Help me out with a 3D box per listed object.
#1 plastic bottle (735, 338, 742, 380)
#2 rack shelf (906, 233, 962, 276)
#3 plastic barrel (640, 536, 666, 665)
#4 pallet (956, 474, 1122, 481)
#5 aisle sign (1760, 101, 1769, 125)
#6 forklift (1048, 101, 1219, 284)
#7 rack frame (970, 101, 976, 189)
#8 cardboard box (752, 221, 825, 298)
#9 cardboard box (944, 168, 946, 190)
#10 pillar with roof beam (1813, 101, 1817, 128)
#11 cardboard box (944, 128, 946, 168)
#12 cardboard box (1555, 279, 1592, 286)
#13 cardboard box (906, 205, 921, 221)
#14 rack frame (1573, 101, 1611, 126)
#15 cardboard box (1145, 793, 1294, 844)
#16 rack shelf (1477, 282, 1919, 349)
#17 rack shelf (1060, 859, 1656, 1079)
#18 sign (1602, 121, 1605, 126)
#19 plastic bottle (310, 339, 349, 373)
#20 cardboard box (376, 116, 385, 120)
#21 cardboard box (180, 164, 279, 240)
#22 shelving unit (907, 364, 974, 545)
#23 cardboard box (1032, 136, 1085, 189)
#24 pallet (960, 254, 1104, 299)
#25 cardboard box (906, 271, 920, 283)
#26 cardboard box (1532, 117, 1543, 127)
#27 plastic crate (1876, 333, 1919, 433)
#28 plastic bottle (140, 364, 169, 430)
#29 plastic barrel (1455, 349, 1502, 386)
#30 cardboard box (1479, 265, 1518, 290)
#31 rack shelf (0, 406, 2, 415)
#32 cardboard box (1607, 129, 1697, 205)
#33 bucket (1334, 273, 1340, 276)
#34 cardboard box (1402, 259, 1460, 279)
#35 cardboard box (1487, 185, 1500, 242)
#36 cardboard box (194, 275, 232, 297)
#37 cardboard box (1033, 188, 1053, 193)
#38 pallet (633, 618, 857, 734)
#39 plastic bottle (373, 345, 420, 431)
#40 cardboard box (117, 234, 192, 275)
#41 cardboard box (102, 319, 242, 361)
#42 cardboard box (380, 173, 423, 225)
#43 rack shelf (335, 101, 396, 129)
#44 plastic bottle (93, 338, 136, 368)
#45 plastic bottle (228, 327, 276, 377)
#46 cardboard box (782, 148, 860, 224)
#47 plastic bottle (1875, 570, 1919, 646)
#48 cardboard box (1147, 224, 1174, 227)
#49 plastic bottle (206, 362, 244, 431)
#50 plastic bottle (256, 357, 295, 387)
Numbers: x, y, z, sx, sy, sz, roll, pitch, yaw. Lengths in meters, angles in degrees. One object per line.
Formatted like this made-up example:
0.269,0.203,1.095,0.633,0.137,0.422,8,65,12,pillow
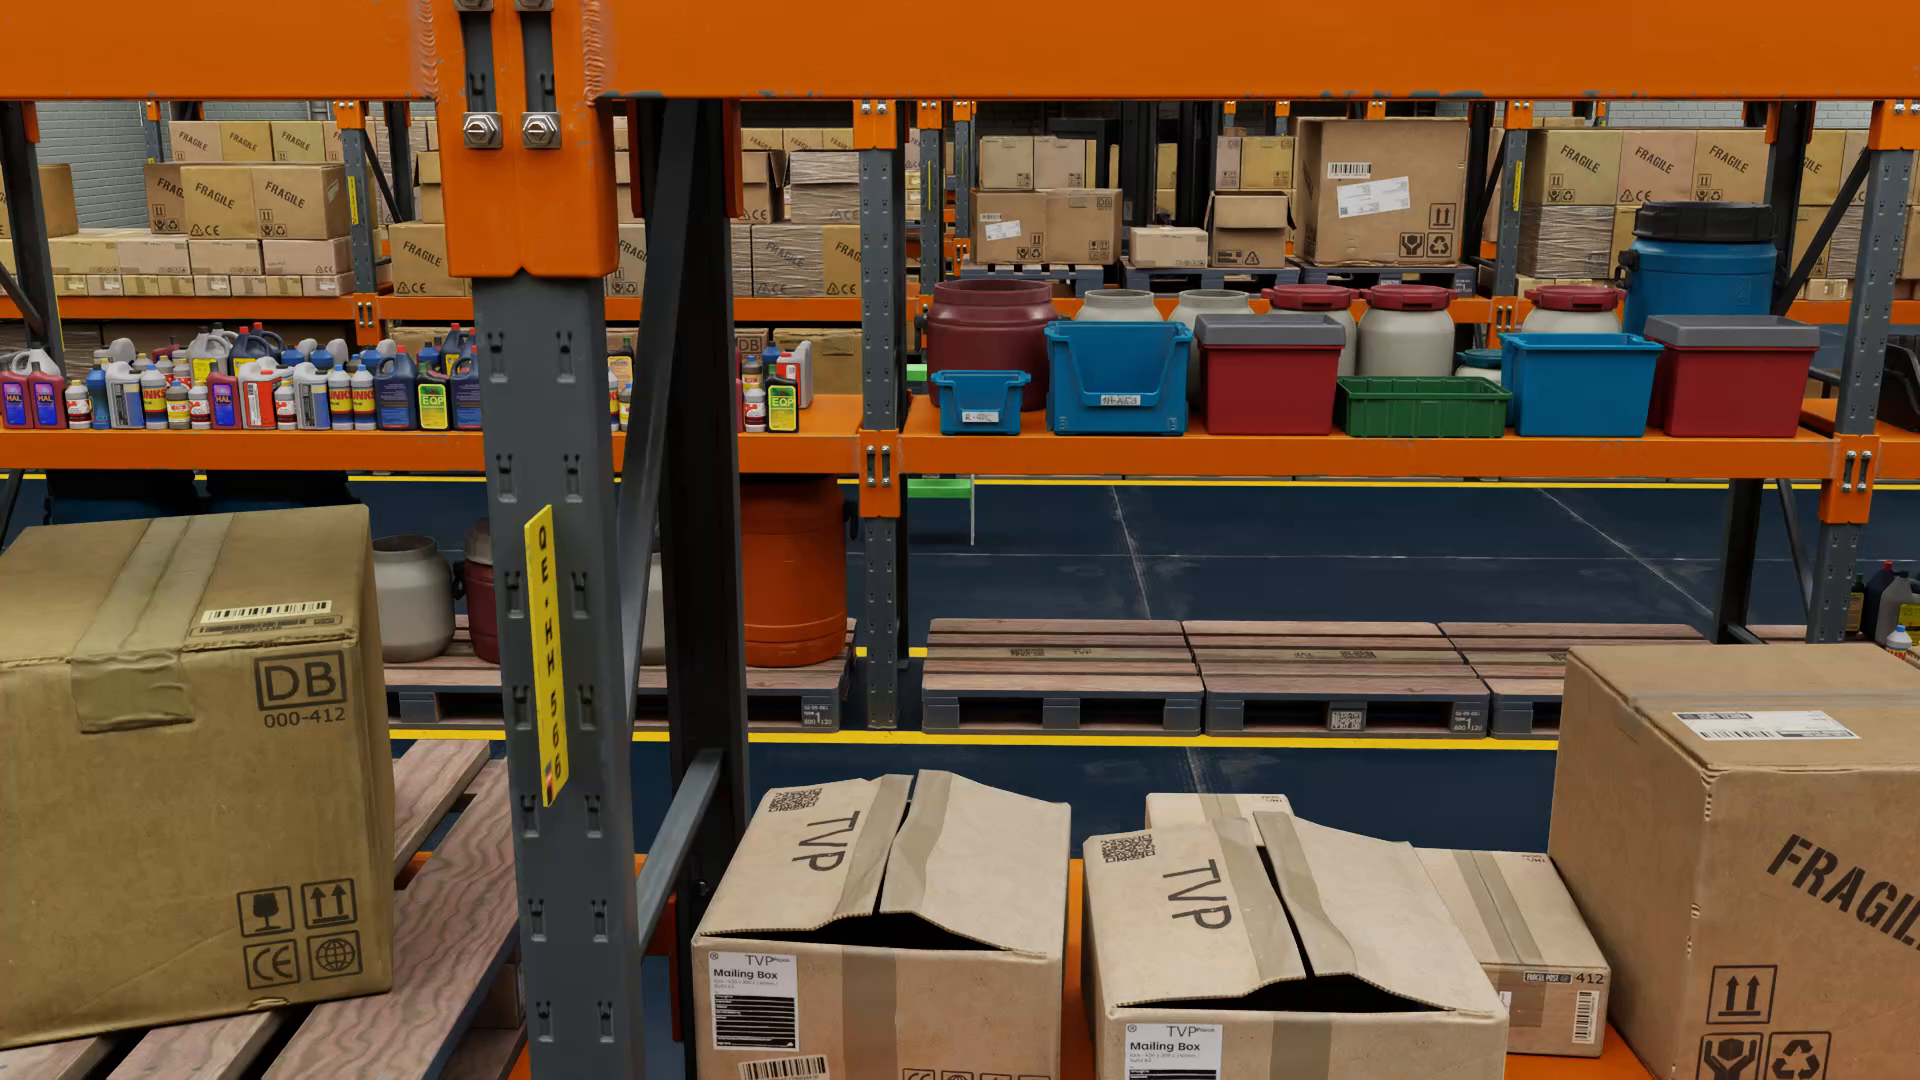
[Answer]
-1.076,-0.793,7.696,0.133,0.283,0.061,0,15,1,plastic bottle
-1.970,-2.943,17.026,4.000,0.370,1.077,0,15,1,rack shelf
-1.381,0.269,7.493,0.421,0.512,0.421,0,15,0,plastic barrel
0.583,-0.660,12.428,1.213,0.211,1.003,0,15,1,pallet
8.106,-4.559,16.644,0.004,0.787,0.394,0,15,1,aisle sign
1.465,-2.705,14.846,1.130,2.935,3.031,-11,18,-36,forklift
0.178,-5.807,26.470,0.127,3.000,1.000,0,15,1,rack frame
-1.196,-2.007,11.871,0.500,0.500,0.500,0,15,1,cardboard box
-0.436,-4.649,21.394,0.500,0.250,0.500,0,15,1,cardboard box
13.390,-7.753,22.087,0.400,9.000,9.100,0,15,1,pillar with roof beam
-0.432,-5.139,21.781,0.500,0.500,0.500,0,15,0,cardboard box
4.257,-1.783,11.712,0.250,0.149,0.380,0,15,1,cardboard box
-0.475,-3.246,16.432,0.250,0.149,0.380,1,15,2,cardboard box
8.052,-4.489,21.475,0.127,3.000,1.000,0,15,1,rack frame
0.451,0.569,2.795,0.250,0.149,0.380,0,15,1,cardboard box
5.800,-1.627,12.037,4.000,0.370,1.077,0,15,1,rack shelf
1.544,0.873,2.560,4.000,0.370,1.077,0,15,1,rack shelf
8.018,-5.060,20.751,0.005,0.325,0.100,0,15,1,sign
-2.917,-0.790,7.698,0.135,0.276,0.152,0,15,1,plastic bottle
-7.331,-5.382,21.433,0.250,0.149,0.380,1,15,3,cardboard box
-5.164,-2.413,11.847,0.500,0.500,0.500,1,15,2,cardboard box
-0.165,-0.581,10.191,0.503,1.200,0.258,0,15,1,shelving unit
0.984,-3.802,16.713,0.500,0.500,0.700,0,15,1,cardboard box
0.517,-1.944,12.203,1.003,0.211,1.213,0,15,1,pallet
-0.661,-2.573,16.818,0.500,0.250,0.500,0,15,0,cardboard box
7.030,-5.118,21.118,0.500,0.500,0.700,1,15,2,cardboard box
4.194,-0.659,7.079,0.504,0.338,0.767,0,15,1,plastic crate
-3.389,-0.604,7.003,0.097,0.271,0.097,0,15,0,plastic bottle
2.355,-0.706,7.406,0.301,0.262,0.301,0,15,0,plastic barrel
4.023,-1.940,12.306,0.250,0.149,0.380,0,15,1,cardboard box
-6.323,-0.442,7.546,4.000,0.370,1.077,0,15,1,rack shelf
4.744,-2.593,11.549,0.500,0.500,0.500,0,15,1,cardboard box
4.223,-2.991,19.235,0.620,0.611,0.726,-5,12,23,bucket
4.655,-2.406,16.921,0.875,0.875,0.875,1,15,2,cardboard box
5.485,-3.294,16.651,0.550,0.550,0.875,0,15,1,cardboard box
-5.281,-1.842,11.934,0.250,0.149,0.380,1,15,2,cardboard box
0.980,-3.252,16.591,0.500,0.500,0.500,0,15,1,cardboard box
-1.114,0.603,7.641,1.213,0.211,1.003,0,15,1,pallet
-2.359,-0.642,6.990,0.185,0.351,0.144,0,15,1,plastic bottle
-5.673,-2.053,11.953,0.500,0.250,0.500,1,15,3,cardboard box
-5.754,-1.246,12.526,0.875,0.875,0.875,0,15,1,cardboard box
-5.476,-3.435,16.700,0.500,0.500,0.500,0,15,1,cardboard box
-6.196,-3.156,11.951,4.000,0.370,1.077,0,15,1,rack shelf
-3.921,-0.797,7.723,0.135,0.276,0.152,0,15,1,plastic bottle
-3.215,-0.793,7.561,0.185,0.351,0.144,0,15,1,plastic bottle
-0.929,-2.556,11.986,0.637,0.503,0.797,1,15,3,cardboard box
4.322,0.311,7.612,0.185,0.351,0.144,0,15,1,plastic bottle
1.476,-2.210,12.277,0.258,0.266,0.396,0,15,0,cardboard box
-3.080,-0.604,6.976,0.133,0.283,0.061,0,15,1,plastic bottle
-2.941,-0.650,7.165,0.135,0.276,0.152,0,15,1,plastic bottle
